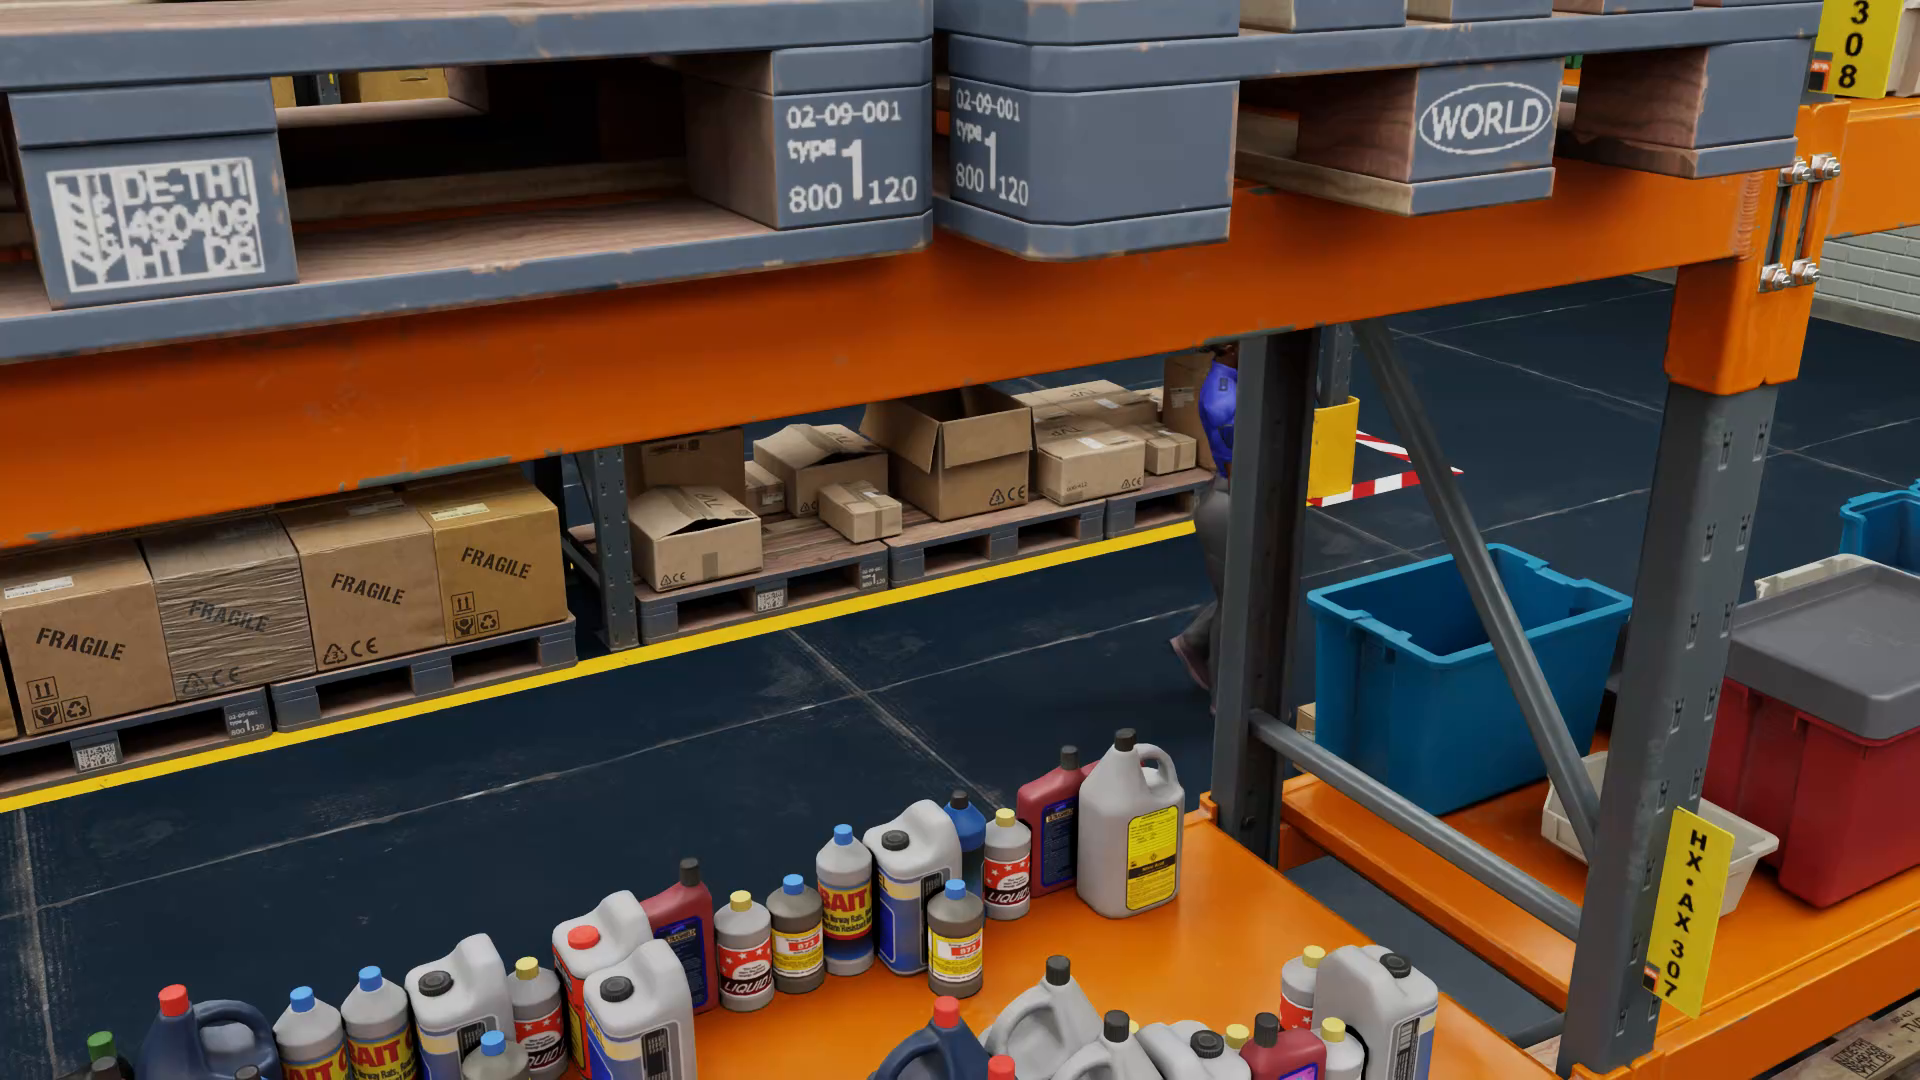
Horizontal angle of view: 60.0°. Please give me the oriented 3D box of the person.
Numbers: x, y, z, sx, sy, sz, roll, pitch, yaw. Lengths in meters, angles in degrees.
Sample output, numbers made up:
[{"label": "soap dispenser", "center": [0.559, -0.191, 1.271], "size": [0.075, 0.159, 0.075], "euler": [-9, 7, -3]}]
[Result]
[{"label": "person", "center": [1.047, -0.088, 6.283], "size": [0.482, 1.648, 0.454], "euler": [5, 23, 13]}]
